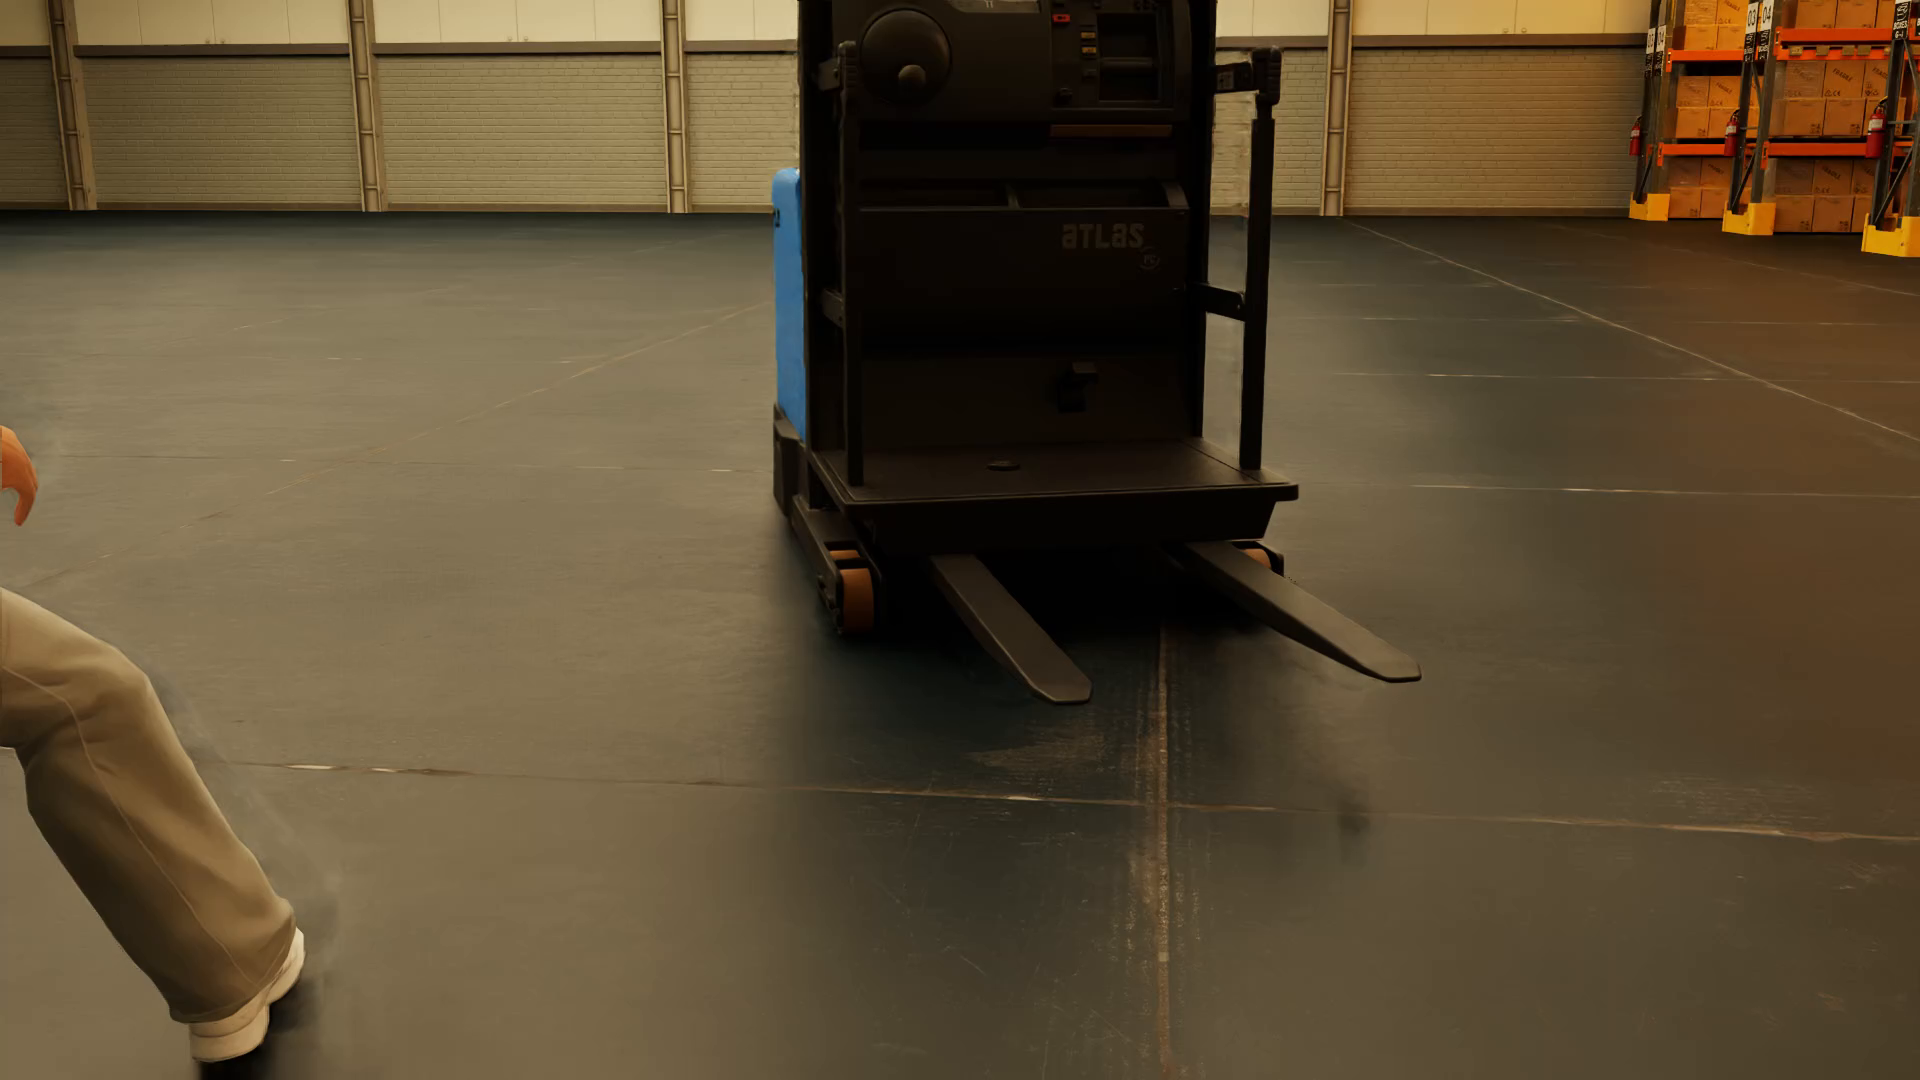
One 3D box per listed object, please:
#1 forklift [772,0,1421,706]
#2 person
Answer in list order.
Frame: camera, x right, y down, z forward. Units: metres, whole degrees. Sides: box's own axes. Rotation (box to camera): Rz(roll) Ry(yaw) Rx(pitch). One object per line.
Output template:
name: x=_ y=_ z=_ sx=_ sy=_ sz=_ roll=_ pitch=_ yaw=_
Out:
forklift: x=0.179 y=-1.290 z=4.025 sx=1.130 sy=2.935 sz=3.031 roll=-3 pitch=13 yaw=-11
person: x=-1.425 y=-0.020 z=1.826 sx=1.025 sy=1.520 sz=0.955 roll=3 pitch=13 yaw=11
